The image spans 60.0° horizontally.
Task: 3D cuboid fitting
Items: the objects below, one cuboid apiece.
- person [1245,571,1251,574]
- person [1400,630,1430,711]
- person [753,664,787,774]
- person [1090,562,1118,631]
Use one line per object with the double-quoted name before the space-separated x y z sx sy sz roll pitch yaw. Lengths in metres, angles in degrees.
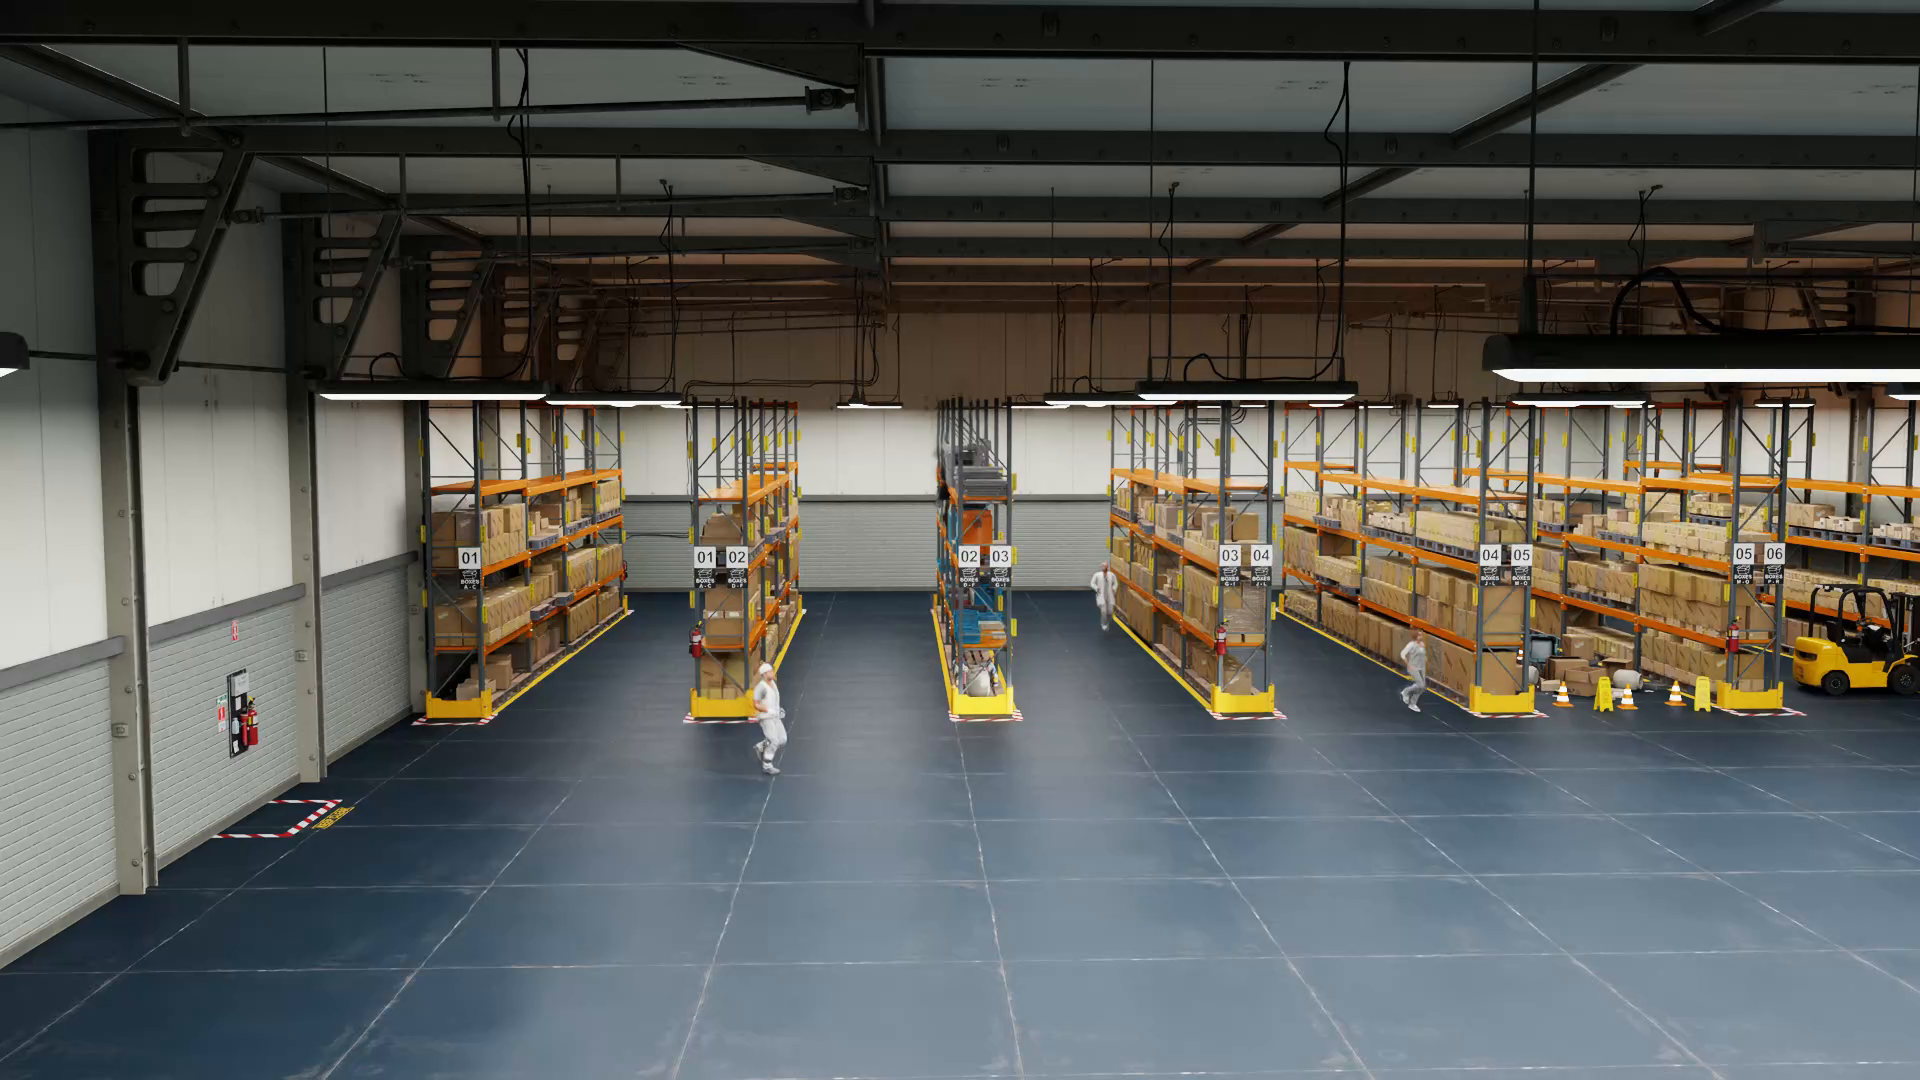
"person" 8.392 1.116 48.381 0.716 1.779 0.676 3 5 34
"person" 8.750 2.497 31.842 0.539 1.566 0.540 -3 5 -32
"person" -3.045 2.824 26.351 0.600 1.741 0.657 2 5 22
"person" 3.621 1.426 41.480 0.705 1.752 0.628 -1 4 -7
